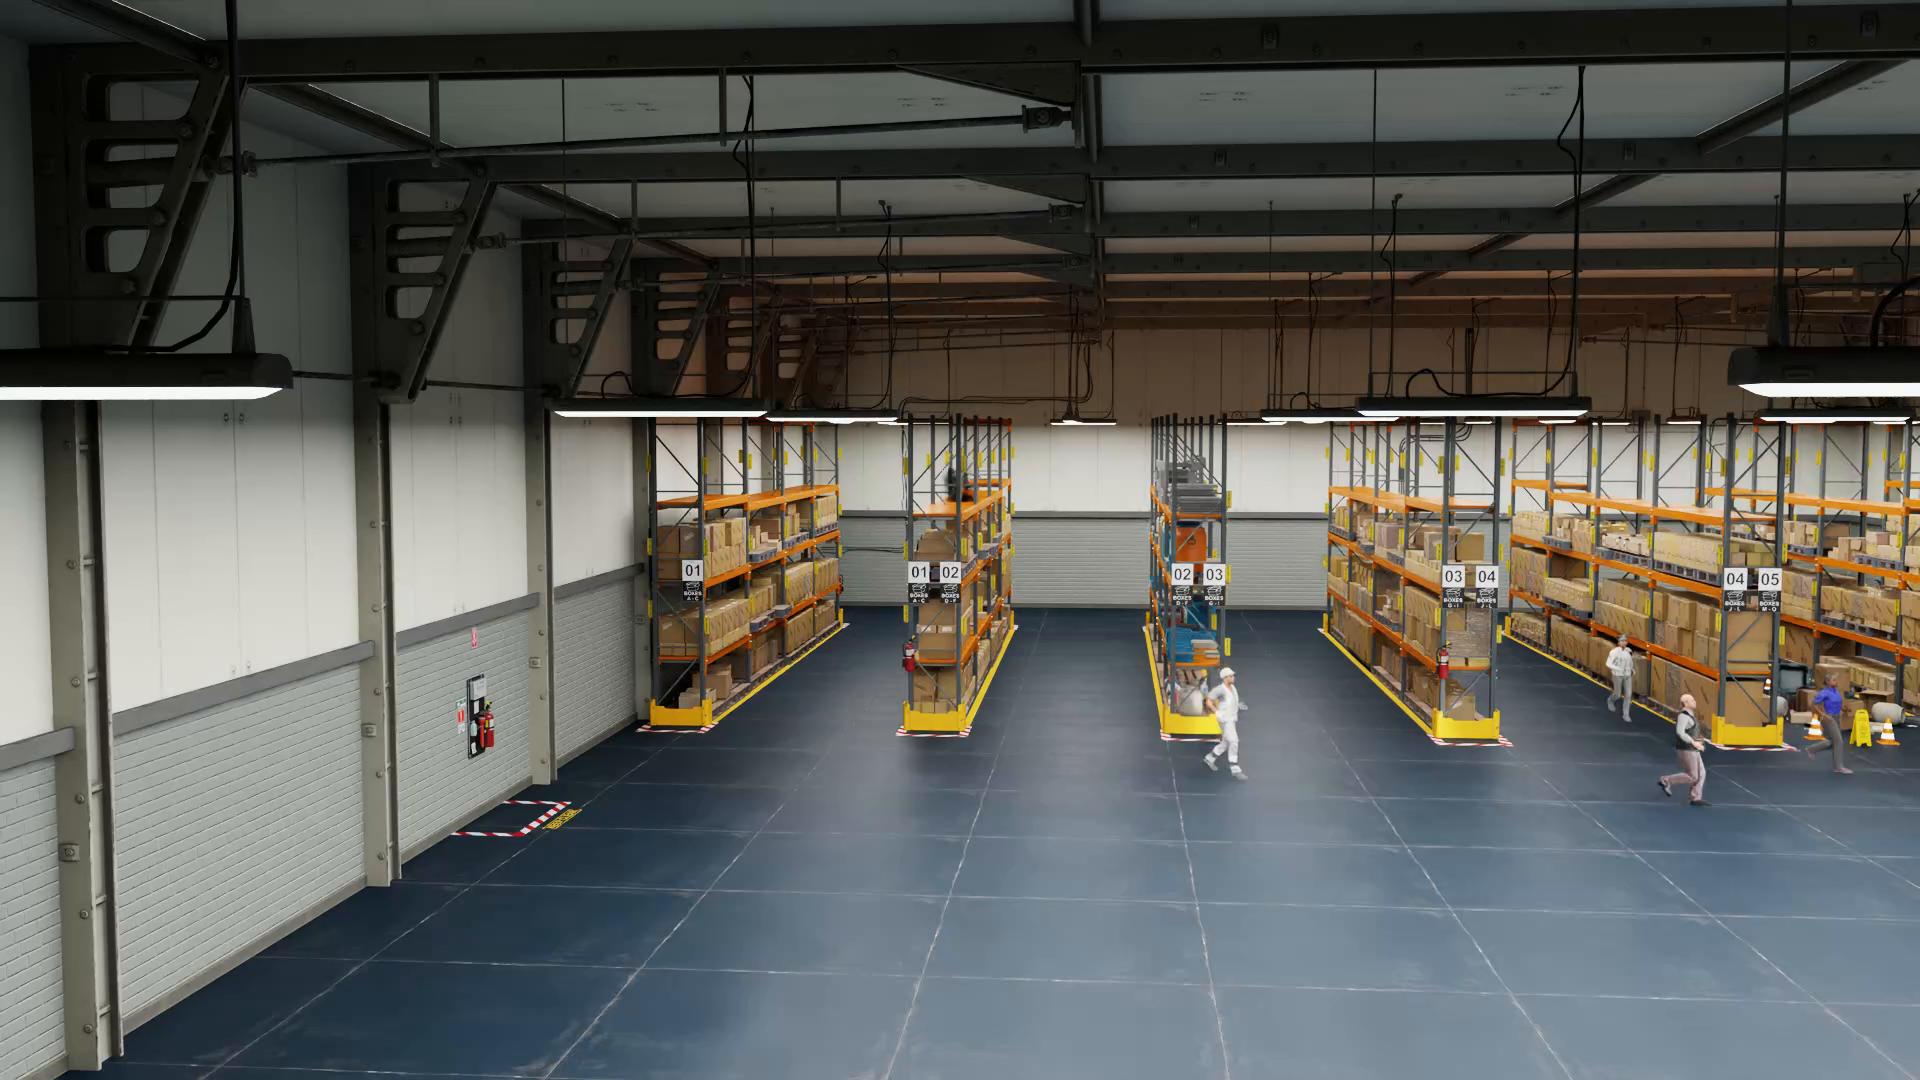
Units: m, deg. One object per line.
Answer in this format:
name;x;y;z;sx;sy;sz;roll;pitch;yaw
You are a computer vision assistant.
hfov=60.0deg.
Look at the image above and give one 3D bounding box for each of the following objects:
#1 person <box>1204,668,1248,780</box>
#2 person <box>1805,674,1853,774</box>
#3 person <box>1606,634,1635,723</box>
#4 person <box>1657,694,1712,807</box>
person;4.355;2.985;27.253;0.862;1.795;0.651;3;5;35
person;14.504;3.045;27.743;0.589;1.612;0.815;-3;5;-36
person;13.023;2.685;32.732;0.617;1.700;0.882;0;4;-1
person;11.001;3.179;25.197;0.762;1.688;0.675;2;4;29
